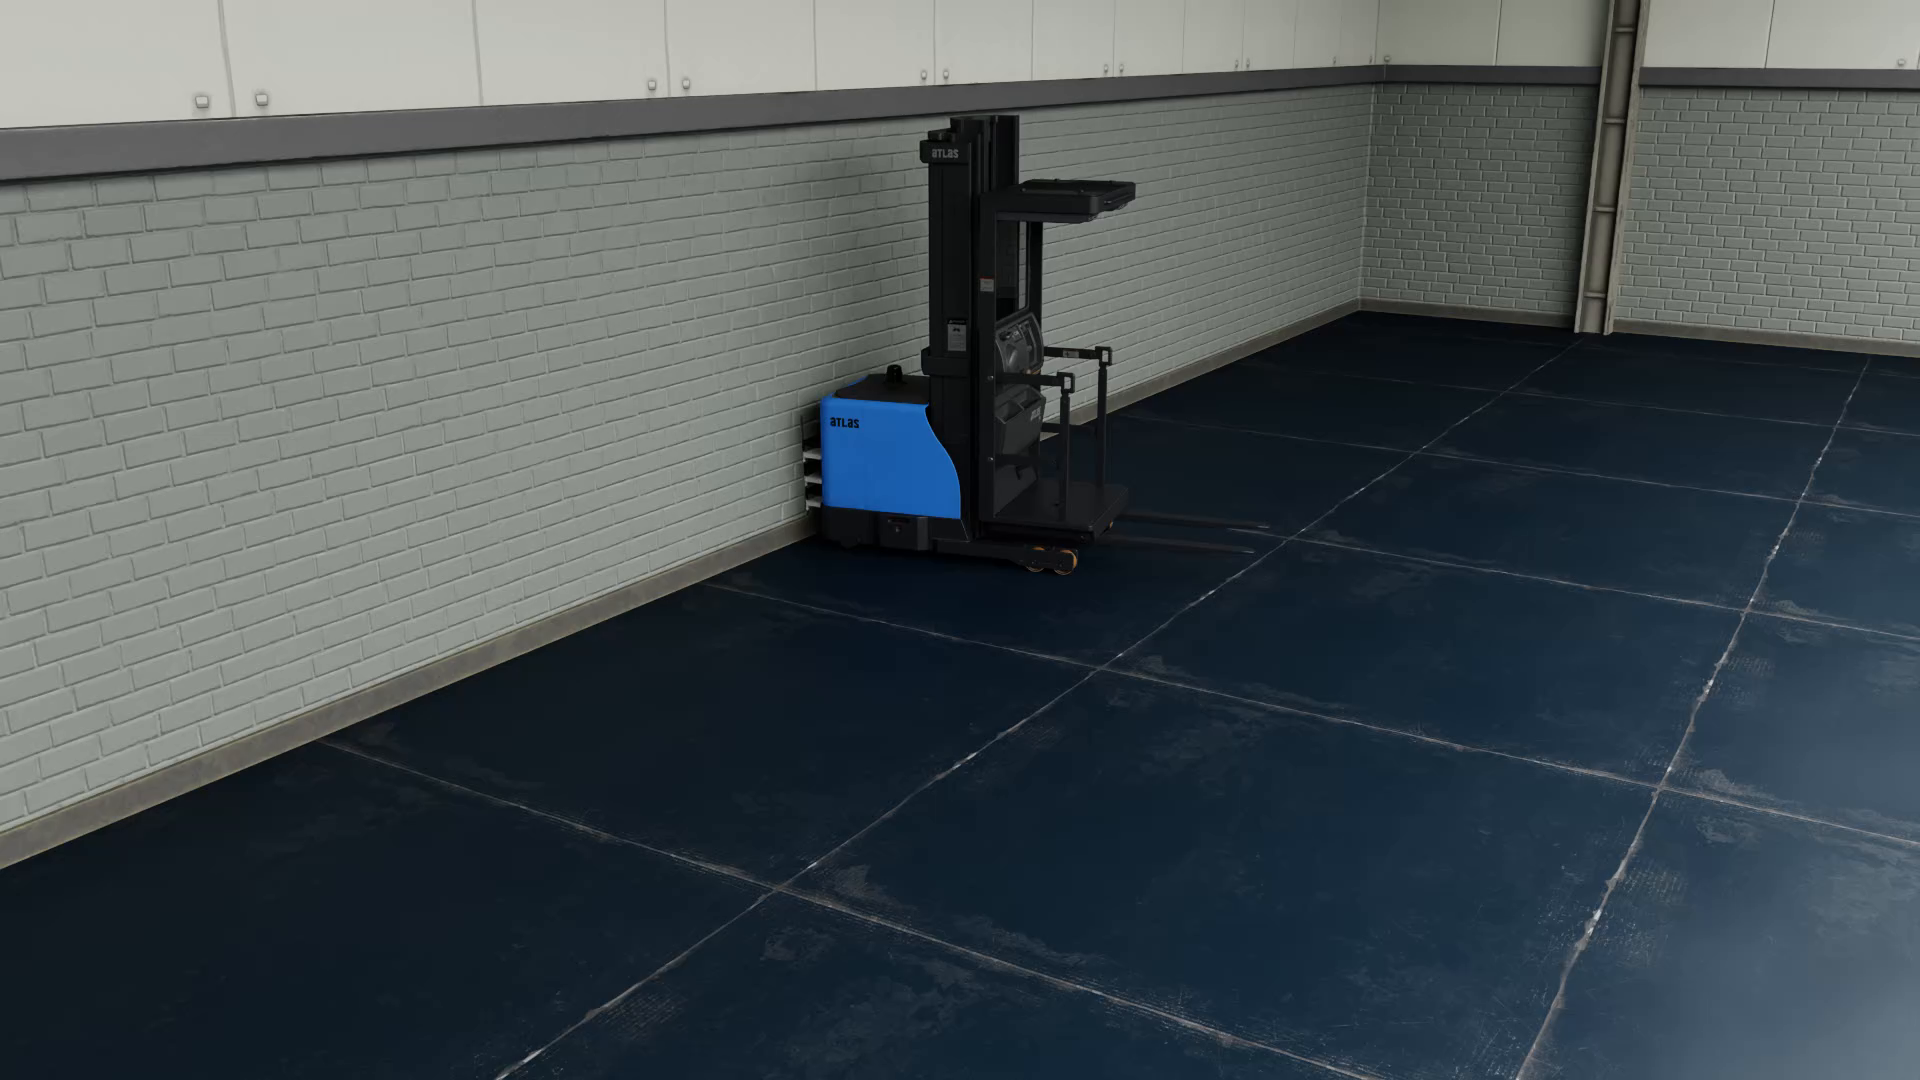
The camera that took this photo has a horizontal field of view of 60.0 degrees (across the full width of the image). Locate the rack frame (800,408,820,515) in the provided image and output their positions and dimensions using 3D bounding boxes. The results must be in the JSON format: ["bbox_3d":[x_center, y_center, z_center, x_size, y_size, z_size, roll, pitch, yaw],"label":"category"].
[{"bbox_3d":[-1.046,-0.486,11.940,0.006,0.900,0.240,10,23,30],"label":"rack frame"}]

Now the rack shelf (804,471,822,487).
[{"bbox_3d":[-0.958,-0.440,11.900,0.200,0.077,0.258,10,23,30],"label":"rack shelf"}]

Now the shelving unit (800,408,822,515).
[{"bbox_3d":[-0.959,-0.471,11.889,0.210,0.900,0.258,10,23,30],"label":"shelving unit"}]

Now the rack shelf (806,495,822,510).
[{"bbox_3d":[-0.952,-0.271,11.961,0.200,0.077,0.258,10,23,30],"label":"rack shelf"}]

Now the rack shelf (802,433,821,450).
[{"bbox_3d":[-0.967,-0.694,11.809,0.200,0.077,0.258,10,23,30],"label":"rack shelf"}]

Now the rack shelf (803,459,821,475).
[{"bbox_3d":[-0.961,-0.525,11.870,0.200,0.077,0.258,10,23,30],"label":"rack shelf"}]

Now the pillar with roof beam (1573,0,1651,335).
[{"bbox_3d":[5.446,-5.772,15.402,0.400,9.000,9.100,10,20,30],"label":"pillar with roof beam"}]

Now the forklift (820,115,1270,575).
[{"bbox_3d":[0.594,-1.343,11.259,3.031,2.935,1.130,6,18,18],"label":"forklift"}]

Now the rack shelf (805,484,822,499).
[{"bbox_3d":[-0.955,-0.355,11.931,0.200,0.077,0.258,10,23,30],"label":"rack shelf"}]

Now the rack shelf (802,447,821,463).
[{"bbox_3d":[-0.964,-0.609,11.839,0.200,0.077,0.258,10,23,30],"label":"rack shelf"}]
